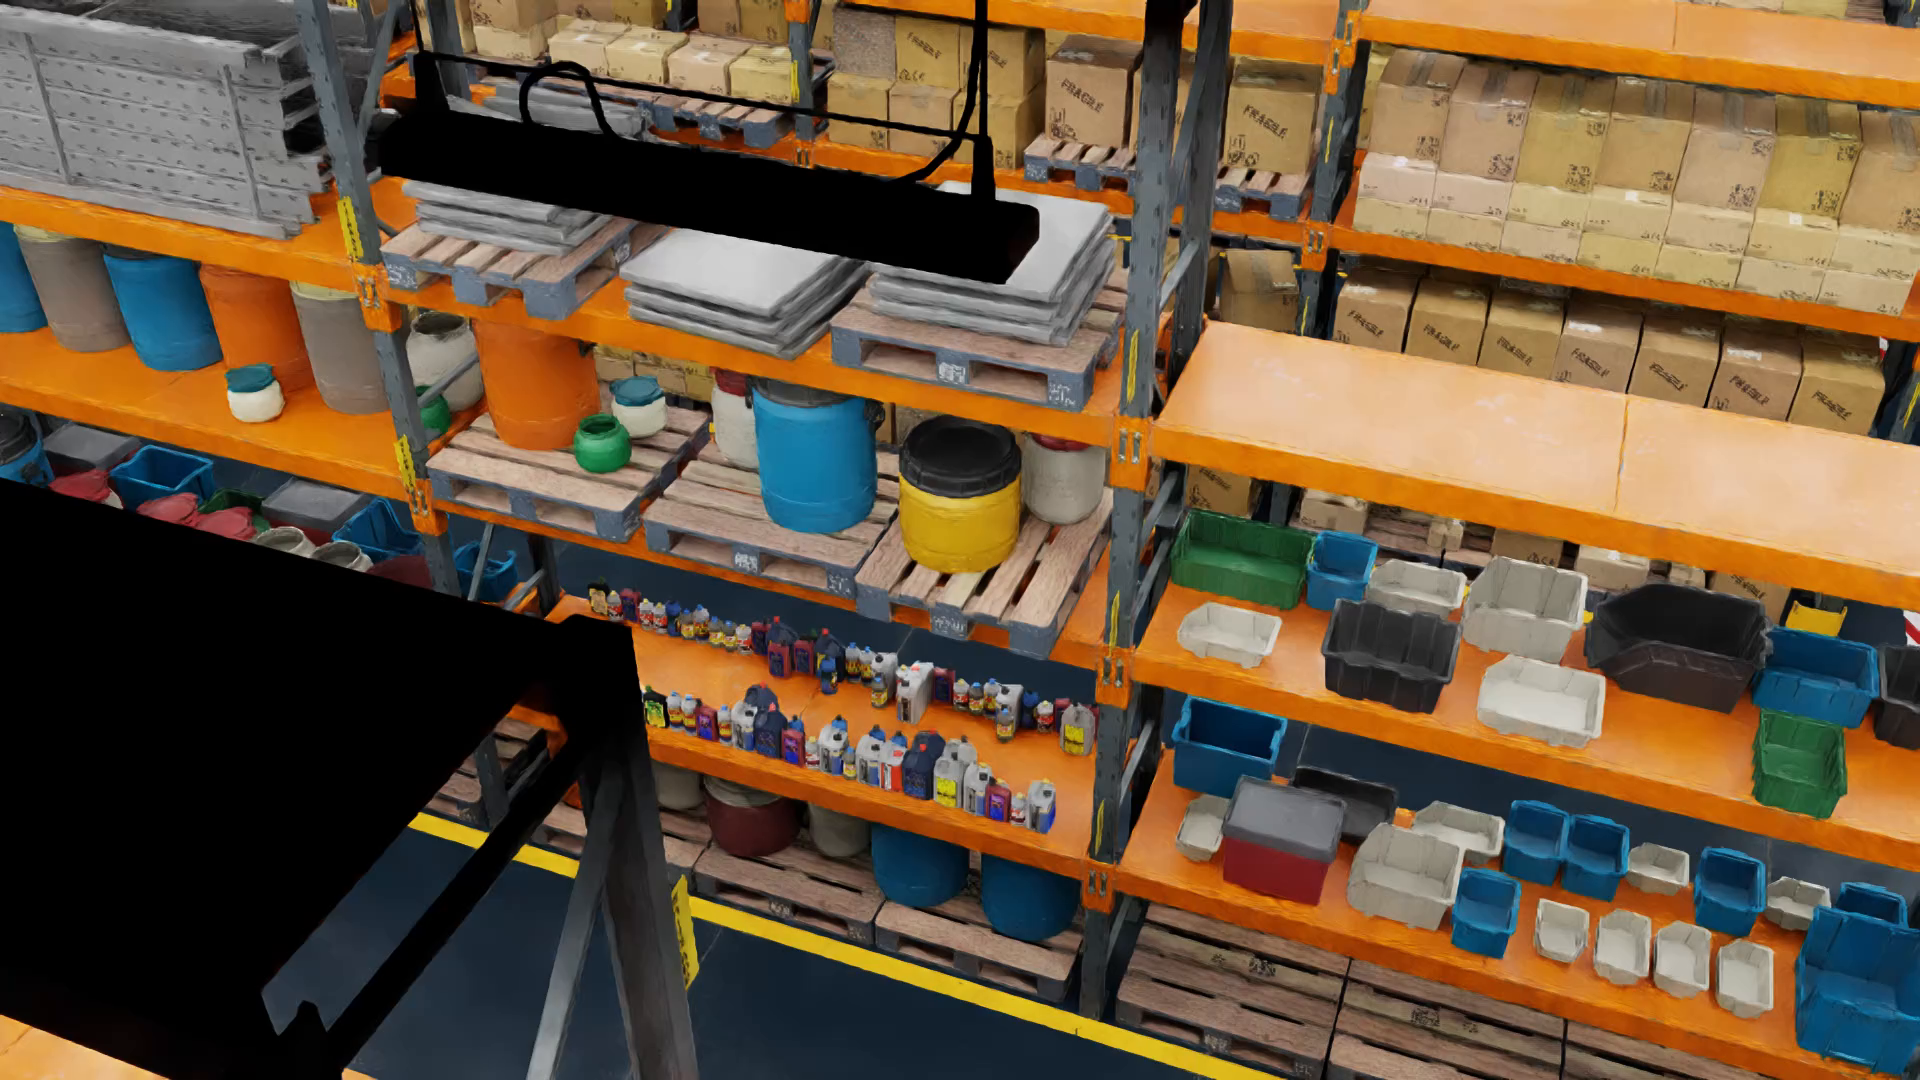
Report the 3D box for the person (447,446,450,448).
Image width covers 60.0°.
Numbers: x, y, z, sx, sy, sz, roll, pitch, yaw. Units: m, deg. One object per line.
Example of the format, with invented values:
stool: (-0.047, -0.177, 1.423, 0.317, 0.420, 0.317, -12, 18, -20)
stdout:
person: (-4.817, -1.332, 13.722, 1.030, 1.727, 0.528, 8, 37, 10)
